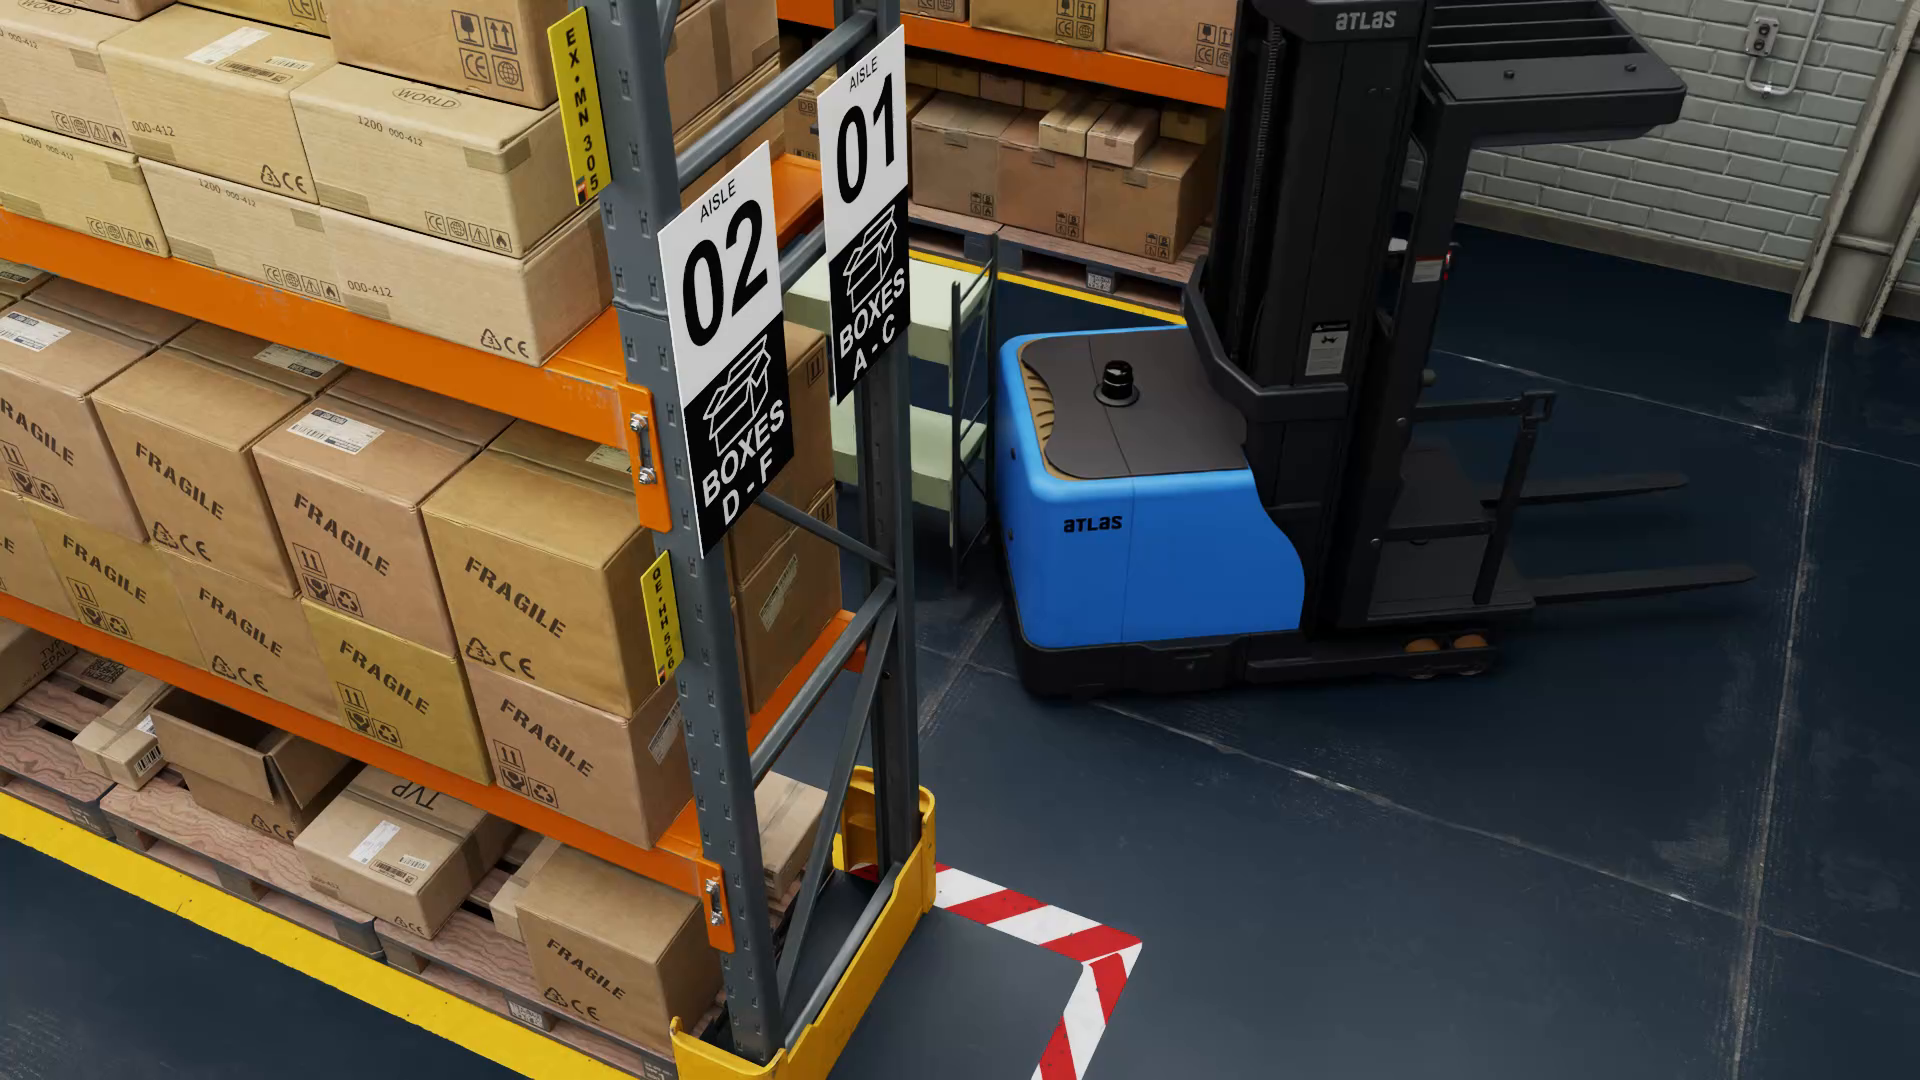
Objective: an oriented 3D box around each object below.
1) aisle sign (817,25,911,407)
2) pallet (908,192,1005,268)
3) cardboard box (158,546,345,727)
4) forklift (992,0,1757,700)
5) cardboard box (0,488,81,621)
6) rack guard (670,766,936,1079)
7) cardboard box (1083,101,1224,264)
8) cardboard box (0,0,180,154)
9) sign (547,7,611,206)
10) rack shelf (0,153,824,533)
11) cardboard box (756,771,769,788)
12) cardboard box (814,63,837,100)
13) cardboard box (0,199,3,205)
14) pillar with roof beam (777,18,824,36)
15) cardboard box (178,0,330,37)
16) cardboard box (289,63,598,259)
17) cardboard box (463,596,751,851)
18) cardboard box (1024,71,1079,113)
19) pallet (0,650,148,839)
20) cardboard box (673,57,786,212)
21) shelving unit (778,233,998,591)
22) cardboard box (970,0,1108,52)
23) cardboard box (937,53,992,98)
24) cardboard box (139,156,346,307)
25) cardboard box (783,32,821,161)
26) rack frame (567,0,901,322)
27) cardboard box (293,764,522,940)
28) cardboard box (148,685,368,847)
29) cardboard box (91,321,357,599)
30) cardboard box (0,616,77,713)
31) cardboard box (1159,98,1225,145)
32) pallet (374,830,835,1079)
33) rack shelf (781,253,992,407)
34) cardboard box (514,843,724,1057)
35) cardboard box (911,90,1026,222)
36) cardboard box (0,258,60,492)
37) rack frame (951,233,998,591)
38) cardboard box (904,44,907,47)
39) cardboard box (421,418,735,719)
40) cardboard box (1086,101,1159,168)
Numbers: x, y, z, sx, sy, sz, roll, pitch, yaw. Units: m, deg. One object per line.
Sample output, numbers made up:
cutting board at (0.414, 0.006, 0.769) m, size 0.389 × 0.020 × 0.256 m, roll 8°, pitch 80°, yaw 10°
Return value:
aisle sign at (-0.210, -0.731, 3.818) m, size 0.004 × 0.787 × 0.394 m, roll 17°, pitch 44°, yaw 19°
pallet at (-0.164, -1.994, 9.390) m, size 1.213 × 0.211 × 1.003 m, roll 17°, pitch 44°, yaw 19°
cardboard box at (-1.838, 0.124, 4.741) m, size 0.500 × 0.500 × 0.500 m, roll 17°, pitch 44°, yaw 19°
forklift at (1.691, -0.897, 6.047) m, size 3.031 × 2.935 × 1.130 m, roll -4°, pitch 41°, yaw -5°
cardboard box at (-2.756, -0.156, 5.063) m, size 0.500 × 0.500 × 0.500 m, roll 17°, pitch 44°, yaw 18°
rack guard at (-0.465, 1.331, 5.333) m, size 0.348 × 0.500 × 1.175 m, roll 17°, pitch 44°, yaw 19°
cardboard box at (1.019, -1.883, 8.720) m, size 0.500 × 0.500 × 0.700 m, roll 17°, pitch 44°, yaw 19°
cardboard box at (-1.874, -1.129, 3.705) m, size 0.500 × 0.250 × 0.500 m, roll 17°, pitch 44°, yaw 19°
sign at (-0.648, -0.737, 2.844) m, size 0.005 × 0.325 × 0.100 m, roll 17°, pitch 44°, yaw 19°
rack shelf at (-2.208, -1.008, 4.382) m, size 4.000 × 0.370 × 1.077 m, roll 17°, pitch 44°, yaw 19°
cardboard box at (-0.856, 0.922, 5.723) m, size 0.250 × 0.166 × 0.380 m, roll 17°, pitch 44°, yaw 19°
cardboard box at (-0.589, -2.486, 8.920) m, size 0.250 × 0.149 × 0.380 m, roll 16°, pitch 43°, yaw 17°
cardboard box at (-2.326, -1.079, 4.029) m, size 0.500 × 0.250 × 0.500 m, roll 17°, pitch 44°, yaw 19°
pillar with roof beam at (-2.750, -3.673, 4.617) m, size 0.400 × 9.000 × 9.100 m, roll 17°, pitch 44°, yaw 19°
cardboard box at (-1.285, -1.463, 3.518) m, size 0.500 × 0.500 × 0.700 m, roll 17°, pitch 44°, yaw 19°
cardboard box at (-0.969, -0.850, 3.383) m, size 0.500 × 0.250 × 0.500 m, roll 17°, pitch 44°, yaw 19°
cardboard box at (-0.917, 0.407, 4.414) m, size 0.500 × 0.500 × 0.500 m, roll 18°, pitch 44°, yaw 20°
cardboard box at (0.531, -2.421, 8.846) m, size 0.250 × 0.149 × 0.380 m, roll 17°, pitch 44°, yaw 19°
pallet at (-3.399, 0.544, 6.461) m, size 1.213 × 0.211 × 1.003 m, roll 17°, pitch 44°, yaw 19°
cardboard box at (-0.754, -0.963, 3.895) m, size 0.500 × 0.250 × 0.500 m, roll 17°, pitch 44°, yaw 19°
shelving unit at (-0.280, -0.571, 6.763) m, size 0.755 × 1.500 × 0.431 m, roll 16°, pitch 43°, yaw 17°
cardboard box at (0.565, -2.978, 8.166) m, size 0.700 × 0.700 × 0.980 m, roll 17°, pitch 44°, yaw 18°
cardboard box at (0.067, -2.562, 9.008) m, size 0.250 × 0.149 × 0.380 m, roll 17°, pitch 44°, yaw 19°
cardboard box at (-1.421, -0.801, 3.708) m, size 0.500 × 0.250 × 0.500 m, roll 17°, pitch 44°, yaw 19°
cardboard box at (-0.841, -2.447, 9.371) m, size 0.500 × 0.500 × 0.700 m, roll 17°, pitch 44°, yaw 18°
rack frame at (-0.396, -1.860, 2.525) m, size 0.127 × 3.000 × 1.000 m, roll 17°, pitch 44°, yaw 19°
cardboard box at (-1.841, 0.995, 5.576) m, size 0.500 × 0.250 × 0.500 m, roll 17°, pitch 44°, yaw 19°
cardboard box at (-2.316, 0.594, 5.845) m, size 0.637 × 0.503 × 0.797 m, roll 17°, pitch 44°, yaw 19°
cardboard box at (-1.845, -0.249, 4.407) m, size 0.500 × 0.500 × 0.500 m, roll 18°, pitch 44°, yaw 20°
cardboard box at (-3.732, 0.394, 6.222) m, size 0.500 × 0.311 × 0.500 m, roll 17°, pitch 44°, yaw 19°
cardboard box at (1.217, -2.212, 8.605) m, size 0.250 × 0.149 × 0.380 m, roll 17°, pitch 44°, yaw 19°
pallet at (-1.187, 1.220, 5.682) m, size 1.213 × 0.211 × 1.003 m, roll 17°, pitch 44°, yaw 19°
rack shelf at (-0.280, -0.865, 6.508) m, size 0.720 × 0.370 × 0.431 m, roll 16°, pitch 43°, yaw 17°
cardboard box at (-0.993, 1.181, 5.170) m, size 0.500 × 0.500 × 0.500 m, roll 17°, pitch 44°, yaw 19°
cardboard box at (0.109, -2.160, 9.040) m, size 0.500 × 0.500 × 0.700 m, roll 16°, pitch 43°, yaw 17°
cardboard box at (-2.779, -0.534, 4.736) m, size 0.500 × 0.500 × 0.500 m, roll 16°, pitch 43°, yaw 17°
rack frame at (0.056, -0.476, 6.654) m, size 0.023 × 1.500 × 0.400 m, roll 16°, pitch 43°, yaw 17°
cardboard box at (-0.397, -2.703, 9.171) m, size 0.250 × 0.149 × 0.380 m, roll 17°, pitch 44°, yaw 19°
cardboard box at (-0.915, 0.031, 4.084) m, size 0.500 × 0.500 × 0.500 m, roll 17°, pitch 44°, yaw 18°
cardboard box at (0.825, -2.055, 8.424) m, size 0.250 × 0.149 × 0.380 m, roll 16°, pitch 44°, yaw 18°
